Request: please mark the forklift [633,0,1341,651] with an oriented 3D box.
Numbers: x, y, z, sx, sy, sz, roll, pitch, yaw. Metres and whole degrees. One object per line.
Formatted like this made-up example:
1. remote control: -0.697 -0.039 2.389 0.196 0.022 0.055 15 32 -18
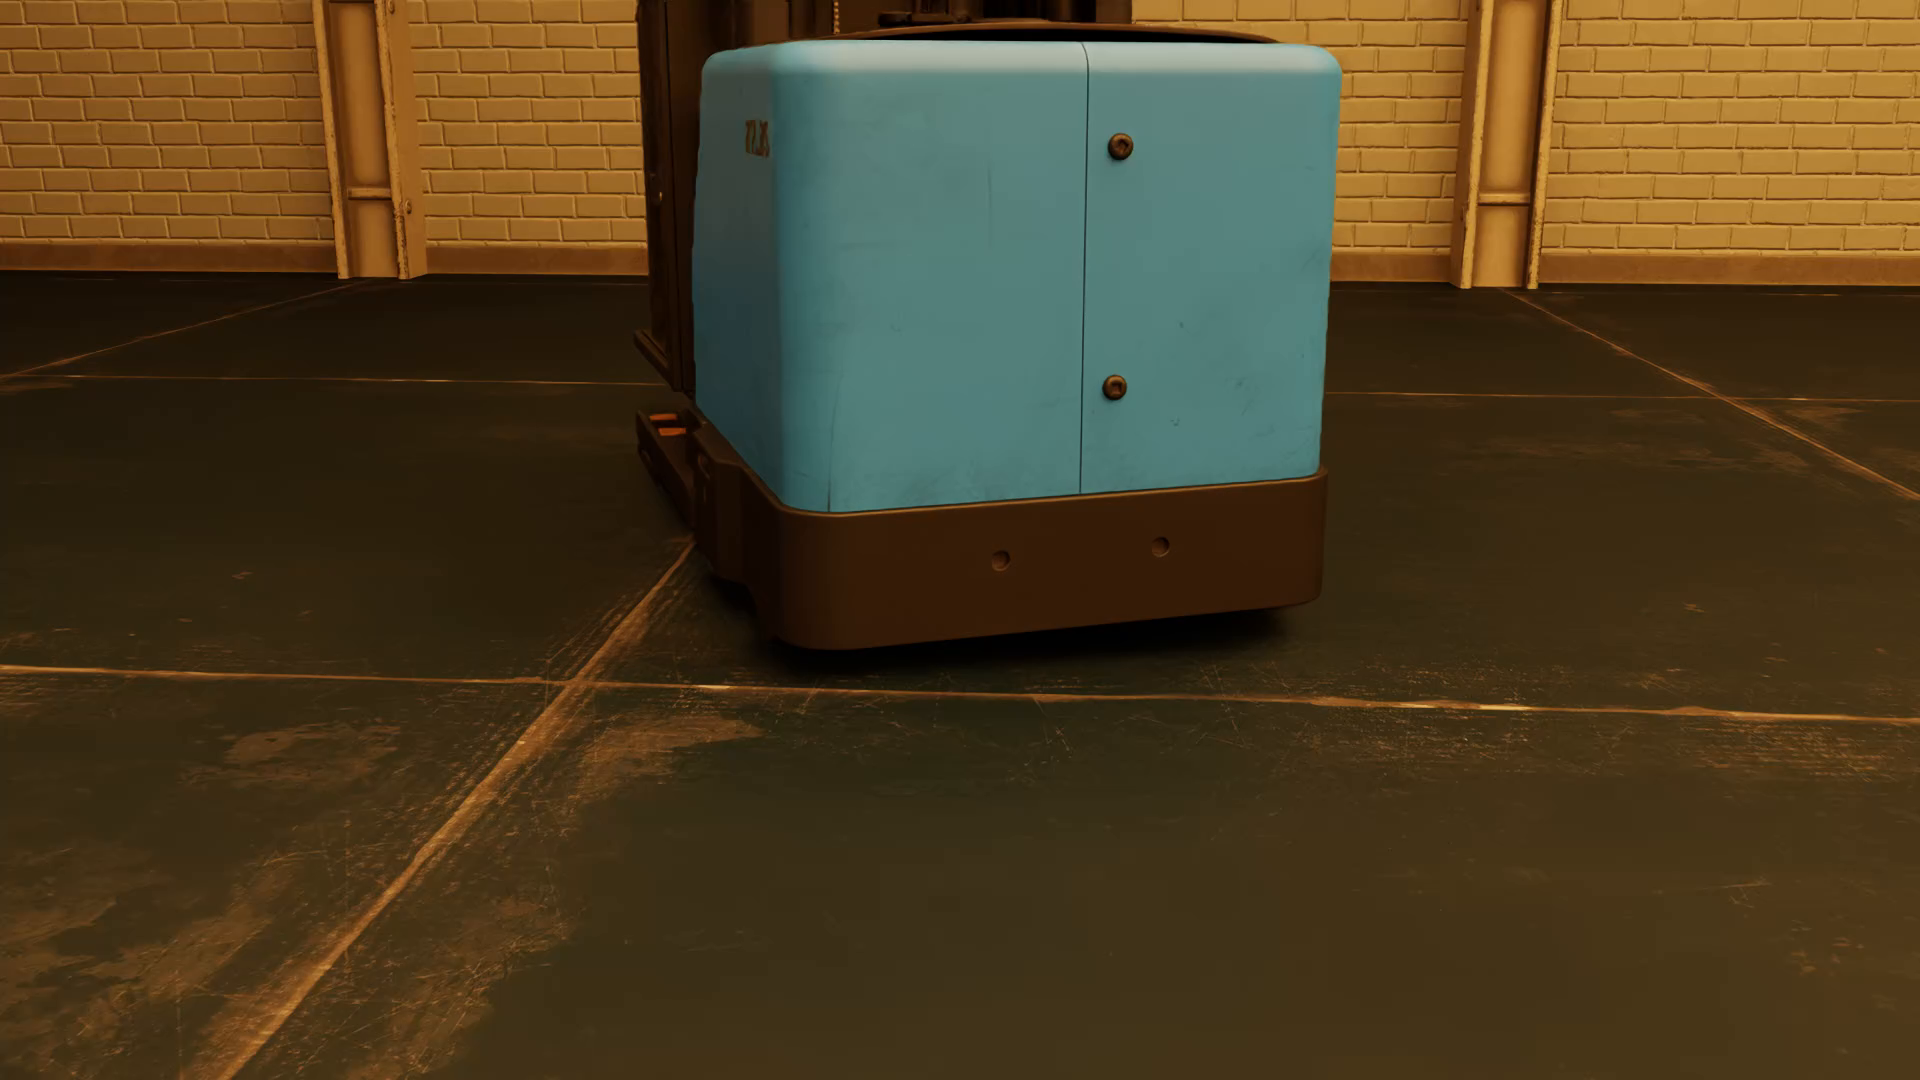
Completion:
1. forklift: -0.239 -1.568 3.994 1.130 2.935 3.031 -5 16 -17
